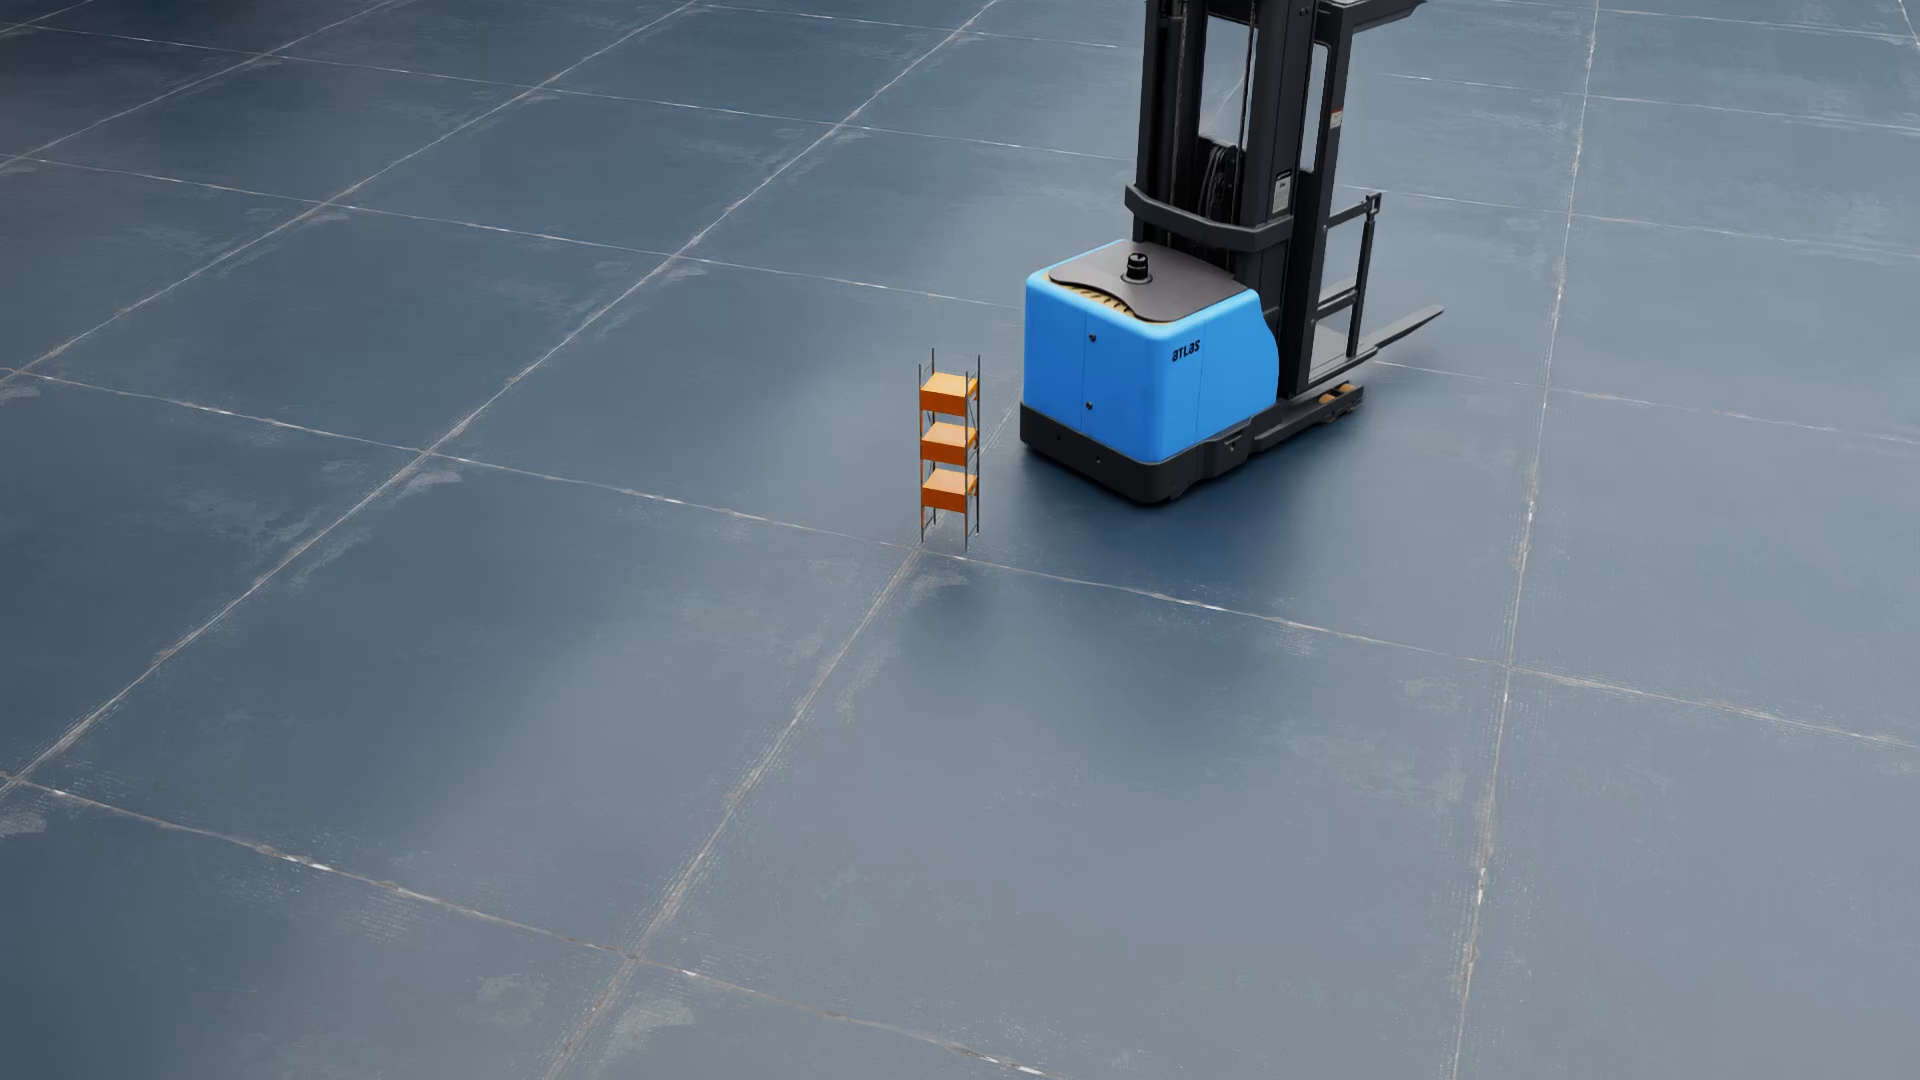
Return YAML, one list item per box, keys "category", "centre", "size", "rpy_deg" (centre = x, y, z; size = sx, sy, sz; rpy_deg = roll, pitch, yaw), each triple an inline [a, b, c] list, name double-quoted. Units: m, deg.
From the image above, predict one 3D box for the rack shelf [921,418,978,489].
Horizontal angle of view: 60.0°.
- category: "rack shelf"
  centre: [-0.050, -0.442, 8.486]
  size: [0.240, 0.259, 0.215]
  rpy_deg: [11, 34, 16]

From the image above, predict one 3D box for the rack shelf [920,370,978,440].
- category: "rack shelf"
  centre: [-0.050, -0.680, 8.332]
  size: [0.240, 0.259, 0.215]
  rpy_deg: [11, 34, 16]

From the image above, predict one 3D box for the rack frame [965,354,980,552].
- category: "rack frame"
  centre: [0.064, -0.429, 8.446]
  size: [0.008, 1.050, 0.200]
  rpy_deg: [11, 34, 16]

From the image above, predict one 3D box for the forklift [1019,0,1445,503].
- category: "forklift"
  centre: [1.767, -2.110, 9.316]
  size: [3.031, 2.935, 1.130]
  rpy_deg: [-26, 41, -35]

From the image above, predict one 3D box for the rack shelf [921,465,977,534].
- category: "rack shelf"
  centre: [-0.050, -0.208, 8.637]
  size: [0.240, 0.259, 0.215]
  rpy_deg: [11, 34, 16]

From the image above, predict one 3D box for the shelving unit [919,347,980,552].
- category: "shelving unit"
  centre: [-0.050, -0.451, 8.480]
  size: [0.252, 1.050, 0.215]
  rpy_deg: [11, 34, 16]

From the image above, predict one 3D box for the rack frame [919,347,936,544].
- category: "rack frame"
  centre: [-0.165, -0.473, 8.515]
  size: [0.008, 1.050, 0.200]
  rpy_deg: [11, 34, 16]
